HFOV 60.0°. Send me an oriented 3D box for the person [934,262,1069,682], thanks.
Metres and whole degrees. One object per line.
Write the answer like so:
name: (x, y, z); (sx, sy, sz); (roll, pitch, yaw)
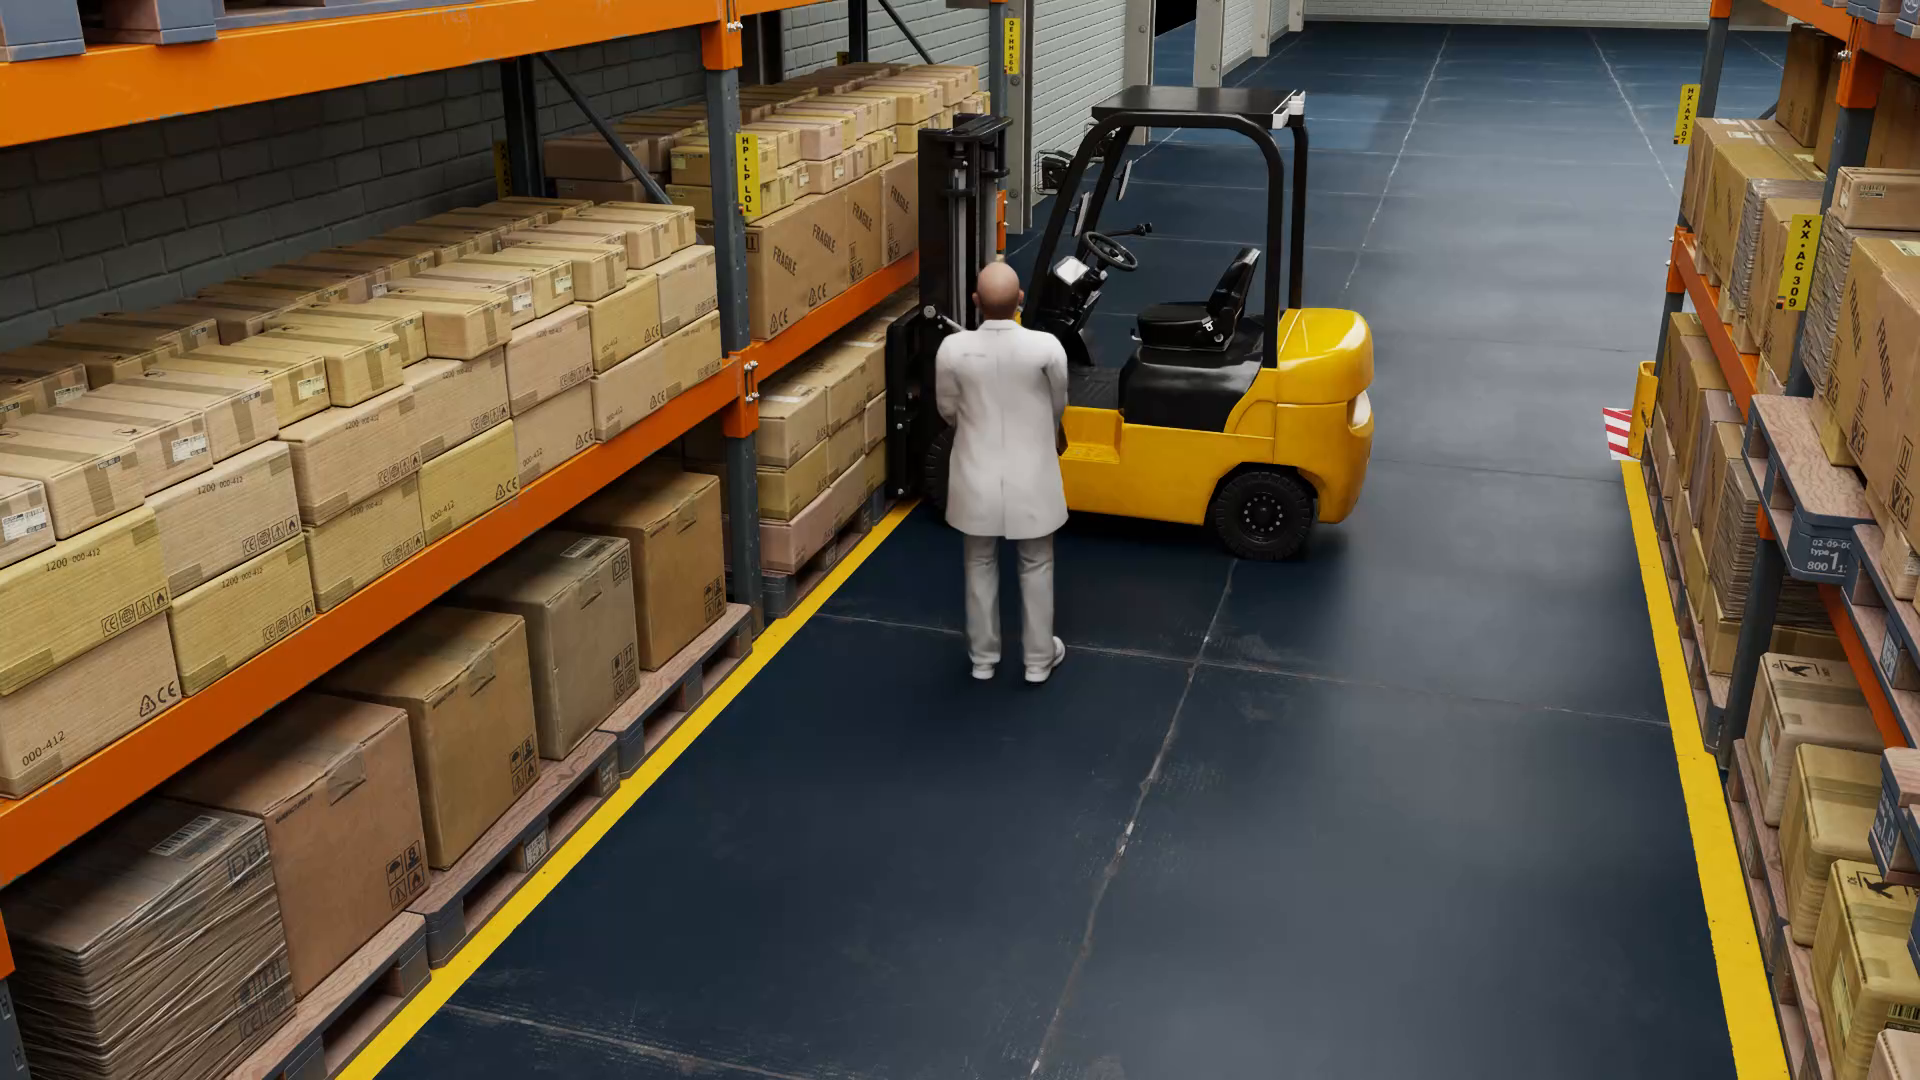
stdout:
person: (0.181, -0.294, 6.844); (0.543, 1.779, 0.550); (2, 22, 5)
